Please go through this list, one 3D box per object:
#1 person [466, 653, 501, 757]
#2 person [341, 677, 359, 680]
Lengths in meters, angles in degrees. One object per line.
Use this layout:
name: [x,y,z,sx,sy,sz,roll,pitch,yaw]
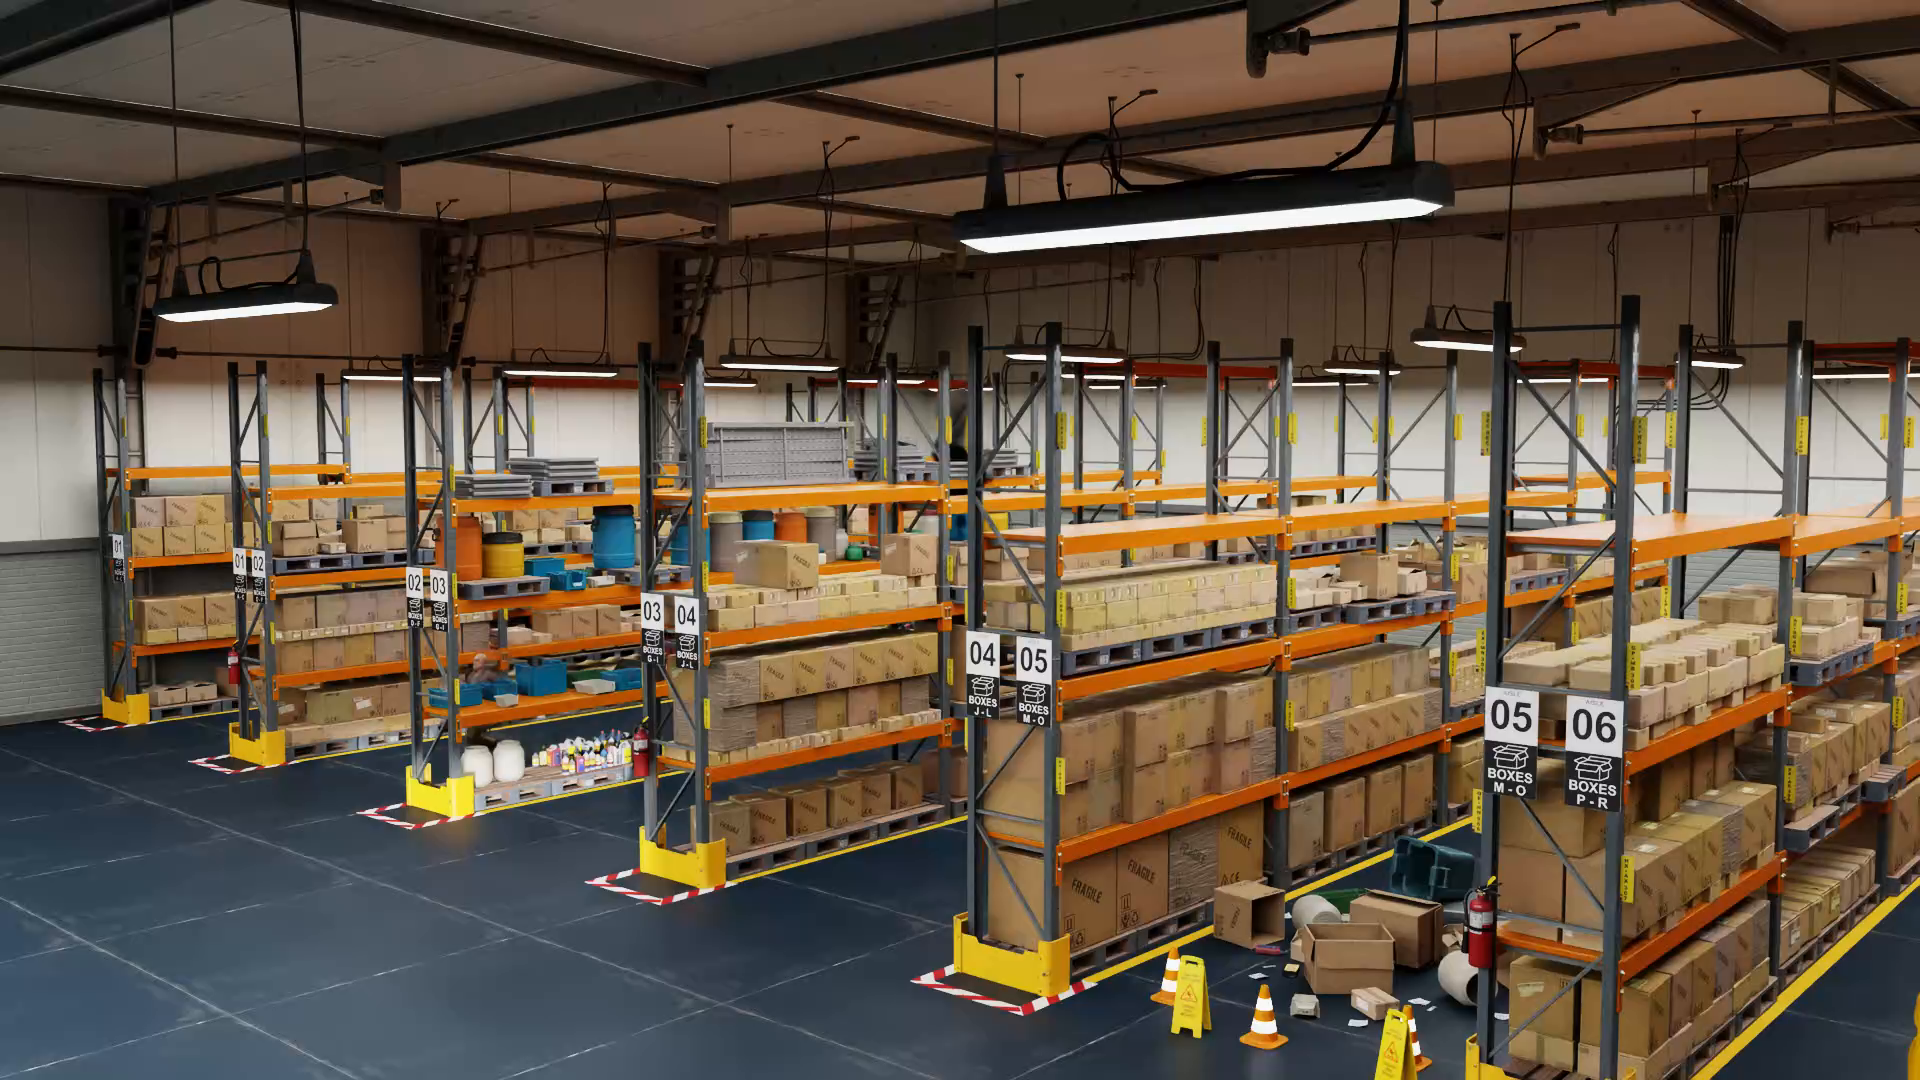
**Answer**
person: [-7.013,2.519,24.236,0.705,1.737,0.631,3,5,34]
person: [-10.164,2.247,27.818,0.699,1.769,0.927,3,5,36]
